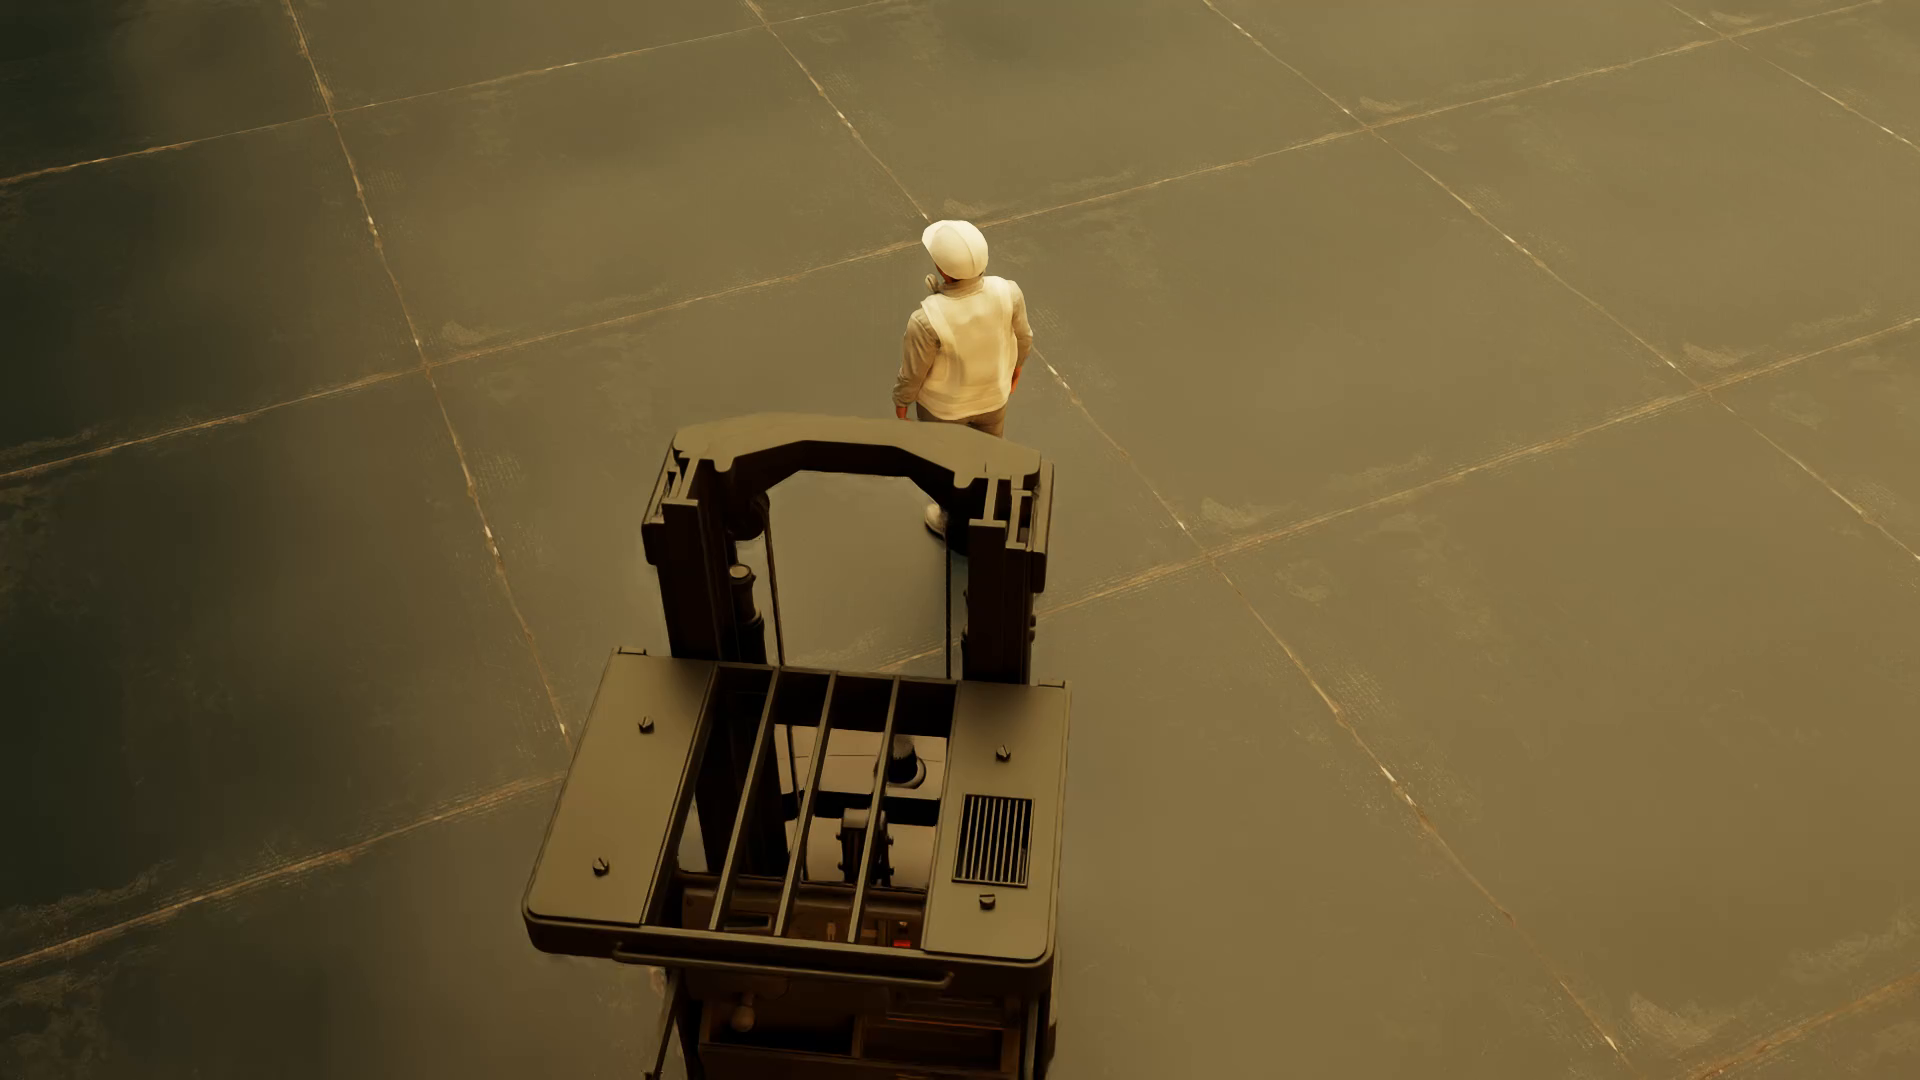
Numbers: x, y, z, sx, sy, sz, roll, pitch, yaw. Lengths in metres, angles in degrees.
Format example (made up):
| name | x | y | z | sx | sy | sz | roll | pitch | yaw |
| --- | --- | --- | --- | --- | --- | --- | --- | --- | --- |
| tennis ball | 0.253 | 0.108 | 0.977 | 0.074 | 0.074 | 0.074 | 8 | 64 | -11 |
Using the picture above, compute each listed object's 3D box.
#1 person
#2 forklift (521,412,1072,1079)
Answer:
| name | x | y | z | sx | sy | sz | roll | pitch | yaw |
| --- | --- | --- | --- | --- | --- | --- | --- | --- | --- |
| person | -0.018 | -0.694 | 7.262 | 0.632 | 1.773 | 0.568 | -18 | 46 | -18 |
| forklift | -0.311 | 1.245 | 4.347 | 1.130 | 2.935 | 3.031 | 4 | 43 | 4 |
